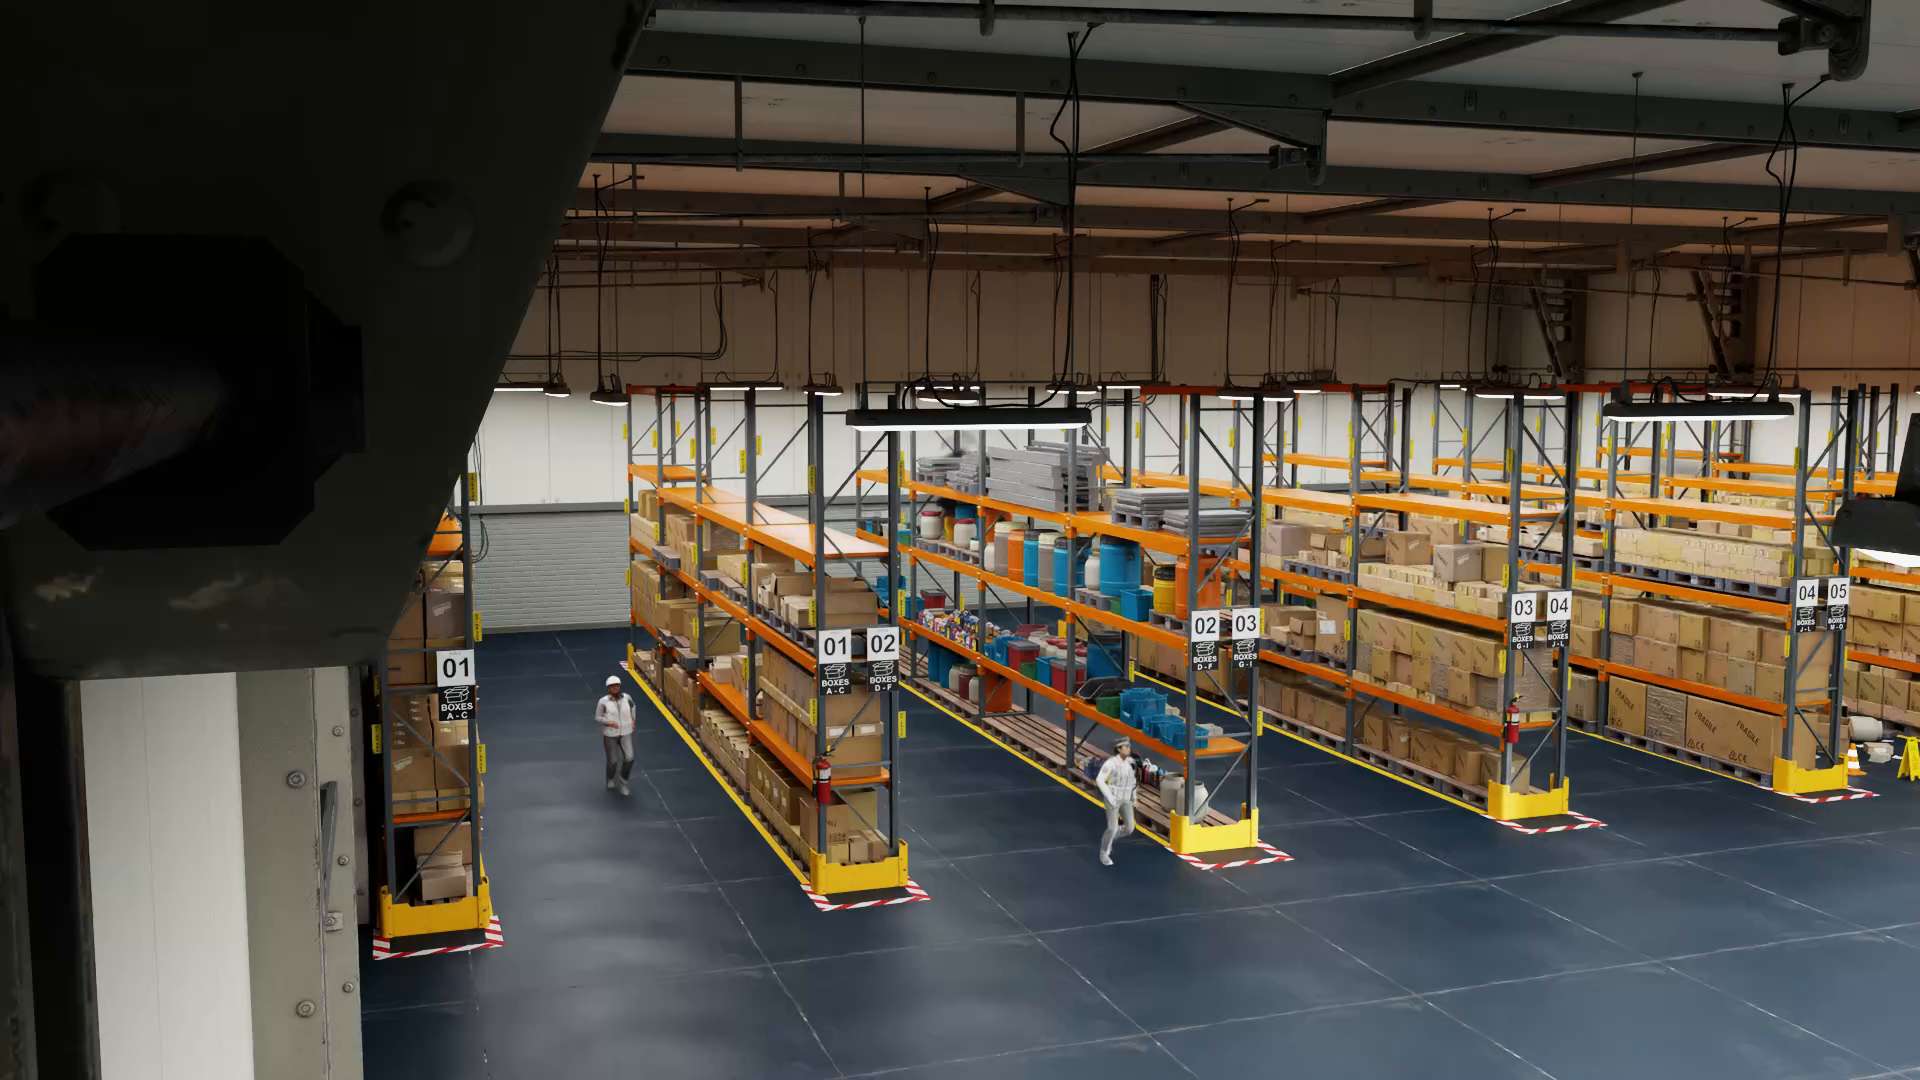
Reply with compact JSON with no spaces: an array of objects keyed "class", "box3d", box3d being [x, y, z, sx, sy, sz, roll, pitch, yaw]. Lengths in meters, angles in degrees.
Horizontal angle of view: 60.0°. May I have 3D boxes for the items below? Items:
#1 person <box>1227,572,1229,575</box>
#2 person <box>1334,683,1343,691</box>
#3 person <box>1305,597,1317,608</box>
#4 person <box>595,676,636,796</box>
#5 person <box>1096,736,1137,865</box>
[{"class":"person","box3d":[6.248,1.536,38.622,0.659,1.675,0.800,-1,6,-9]},{"class":"person","box3d":[7.253,2.328,31.247,0.532,1.599,0.758,-2,6,-19]},{"class":"person","box3d":[8.954,1.156,41.748,0.780,1.747,0.663,-3,7,-26]},{"class":"person","box3d":[-5.108,2.912,24.780,0.661,1.798,0.707,-3,6,-24]},{"class":"person","box3d":[2.058,3.323,21.345,0.674,1.634,0.495,-3,7,-29]}]
